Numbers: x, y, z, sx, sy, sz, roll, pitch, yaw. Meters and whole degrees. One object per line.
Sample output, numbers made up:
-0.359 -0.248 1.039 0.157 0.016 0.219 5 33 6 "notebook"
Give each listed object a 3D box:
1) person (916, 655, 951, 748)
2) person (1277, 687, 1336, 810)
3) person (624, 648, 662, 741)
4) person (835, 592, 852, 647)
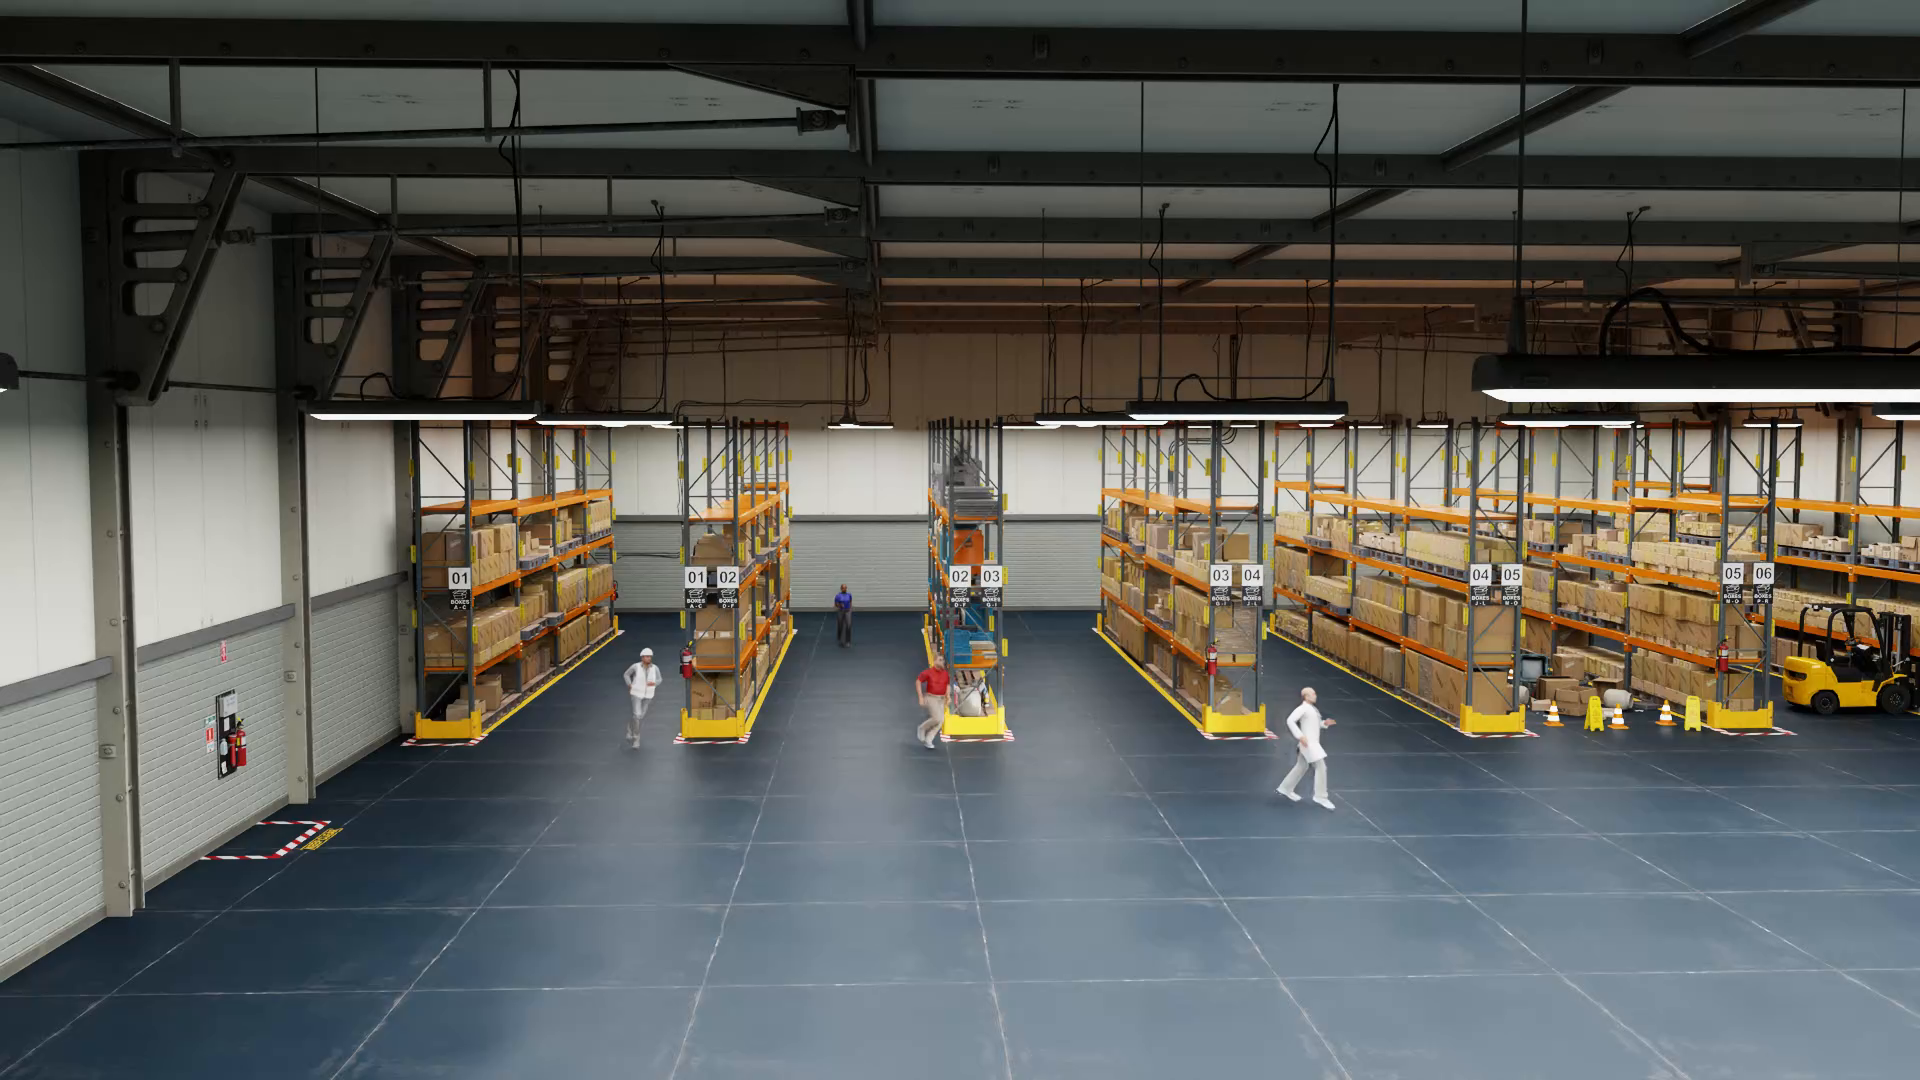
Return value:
-0.404 2.927 30.188 0.700 1.651 0.534 -3 5 -40 "person"
5.303 3.164 25.404 0.907 1.833 0.678 1 4 17 "person"
-5.831 2.800 30.564 0.652 1.655 0.741 -2 4 -33 "person"
-3.120 2.114 44.436 0.501 1.517 0.718 -1 4 -14 "person"
